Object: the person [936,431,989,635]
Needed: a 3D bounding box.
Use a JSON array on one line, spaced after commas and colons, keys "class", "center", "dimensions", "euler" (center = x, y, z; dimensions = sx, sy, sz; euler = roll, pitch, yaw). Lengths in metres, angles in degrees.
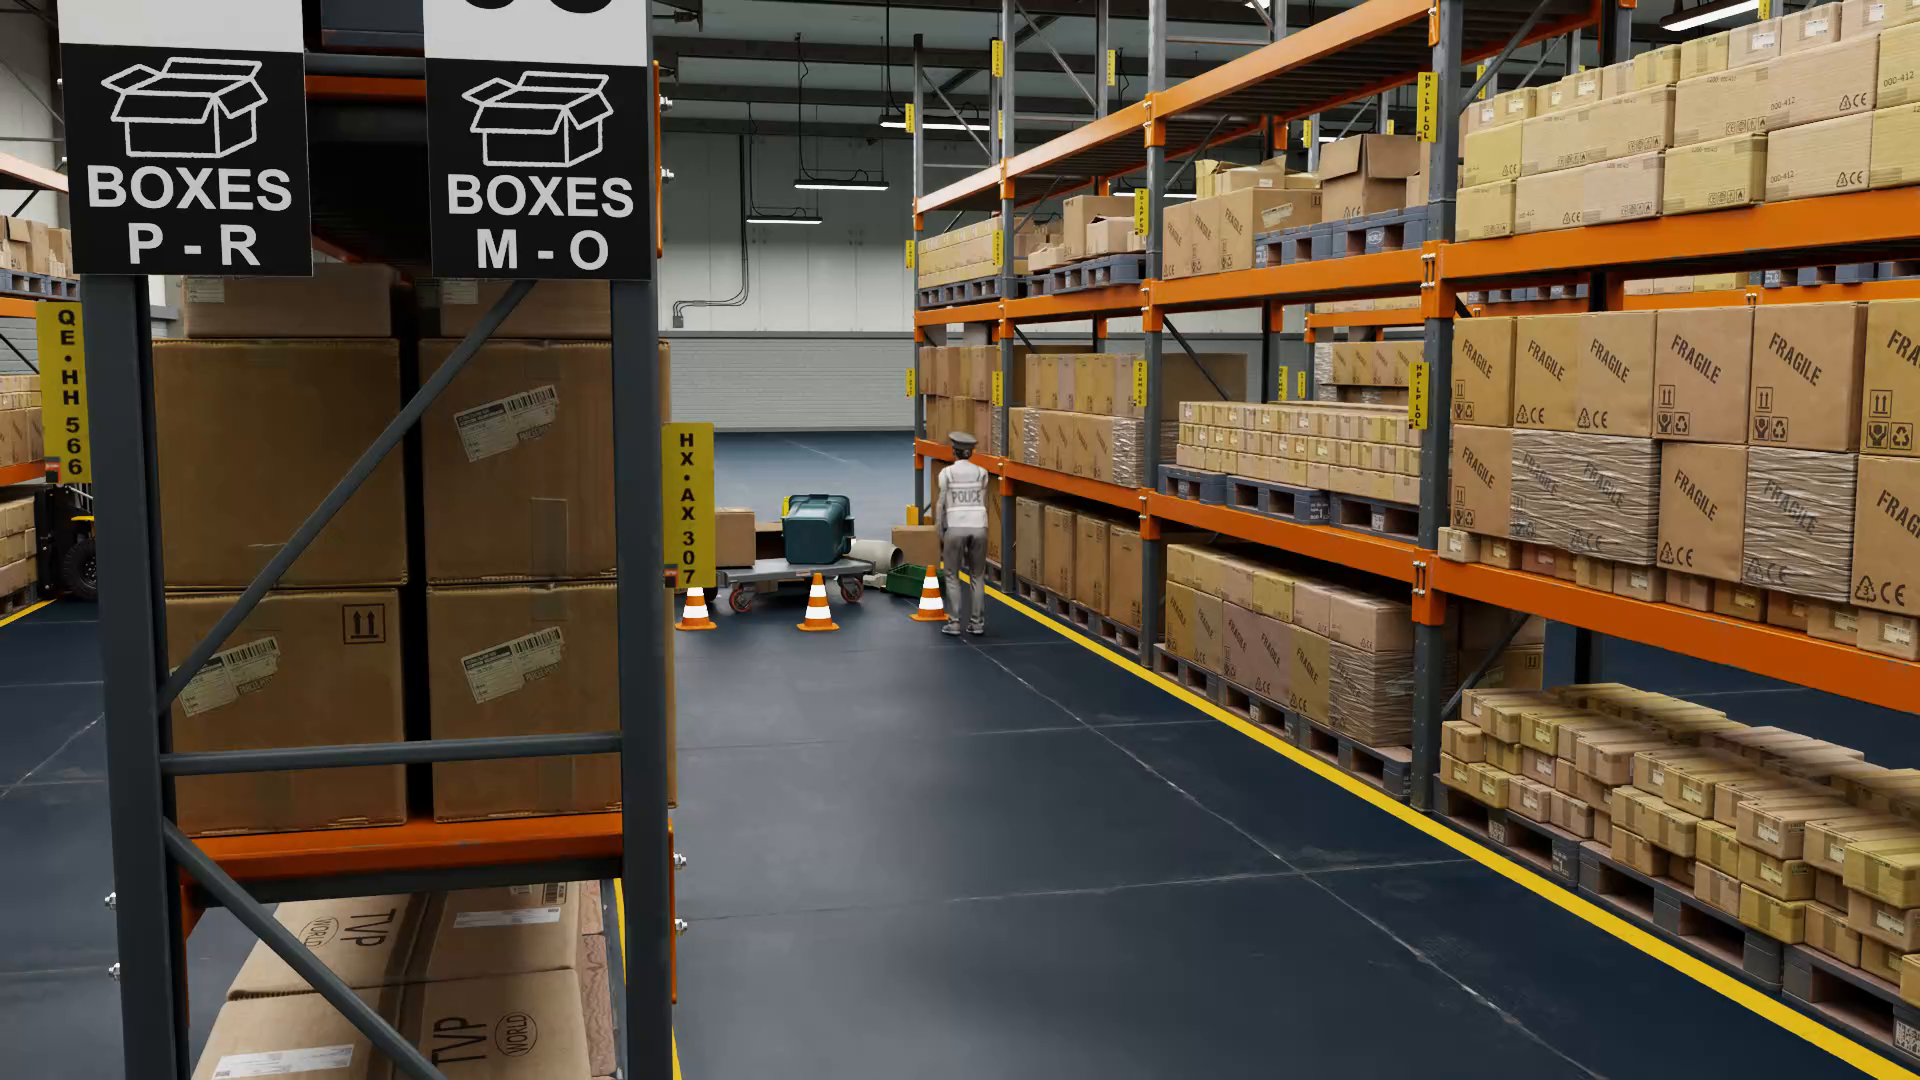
[{"class": "person", "center": [0.011, -0.056, 13.672], "dimensions": [0.415, 1.677, 0.533], "euler": [-2, 6, -15]}]
